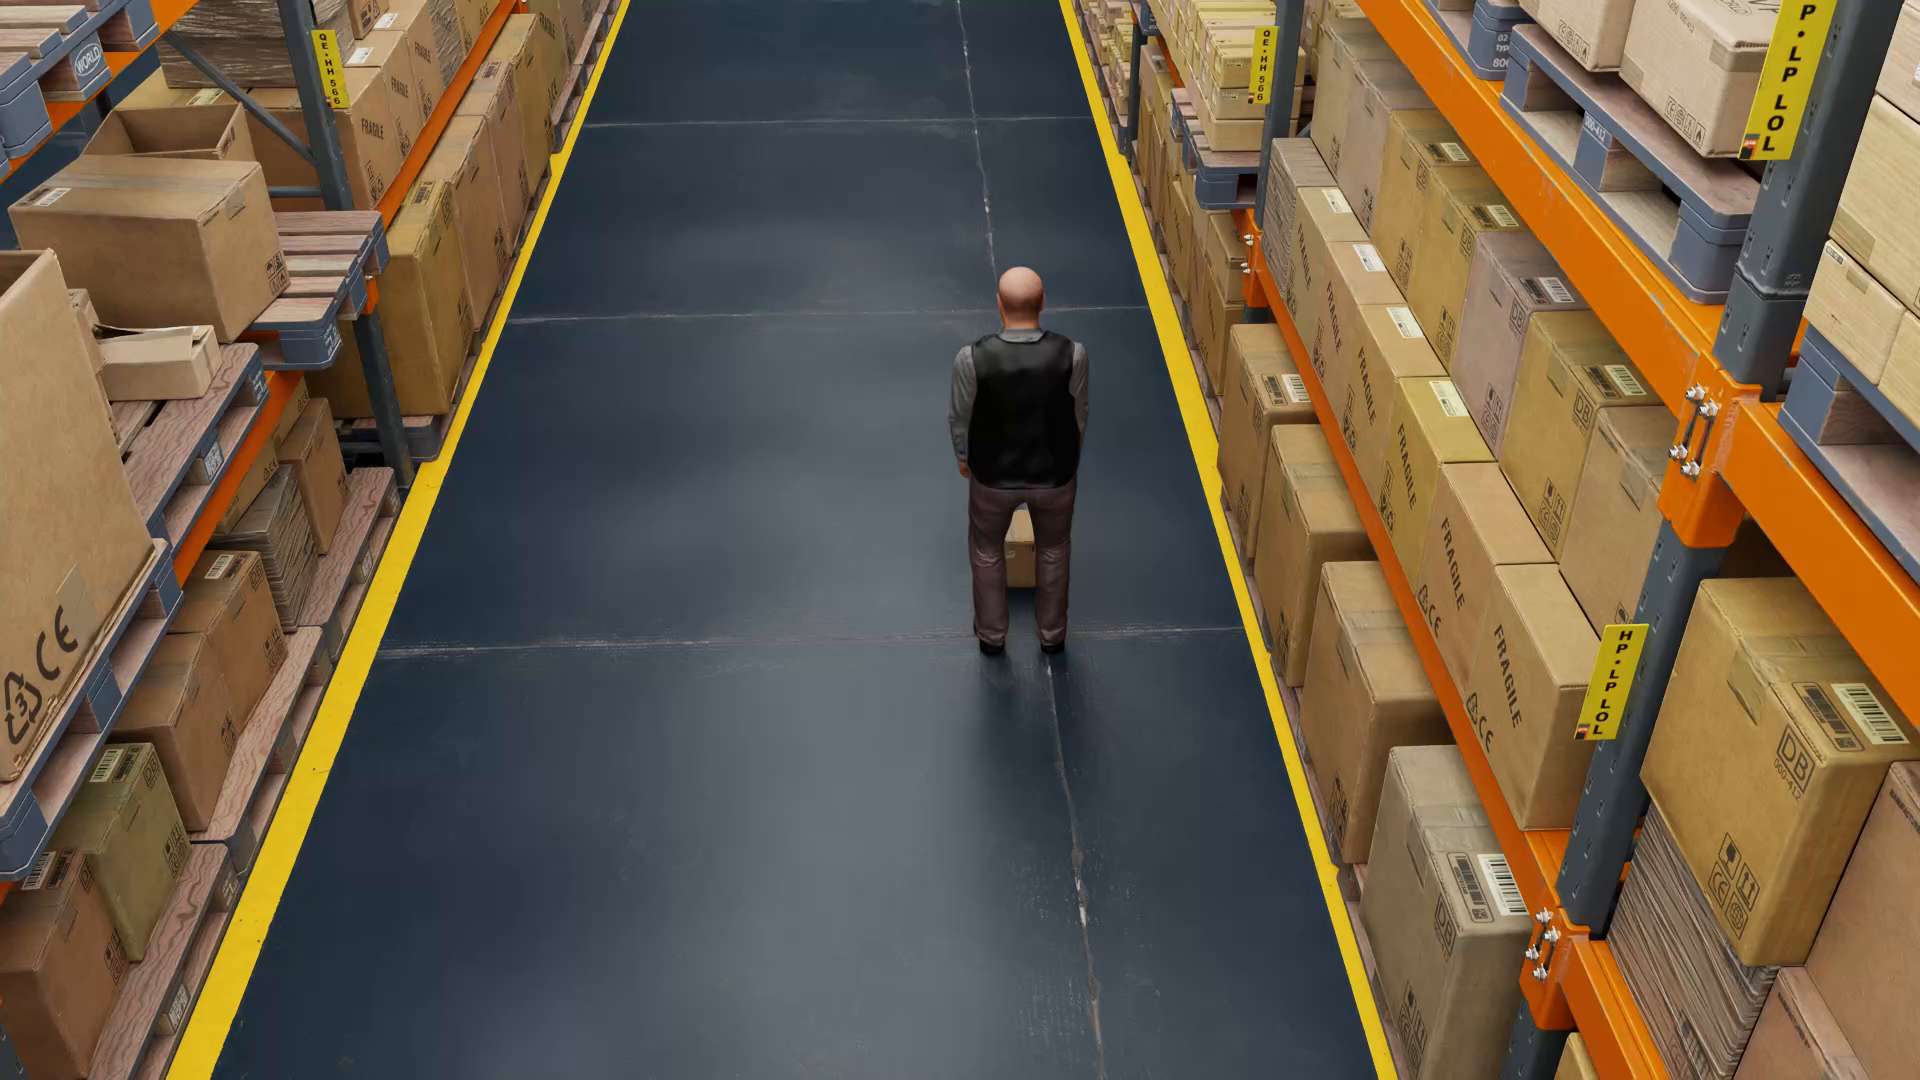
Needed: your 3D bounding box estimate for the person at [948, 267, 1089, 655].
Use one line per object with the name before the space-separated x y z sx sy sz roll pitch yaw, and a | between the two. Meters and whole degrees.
person | 0.225 -0.271 6.582 0.546 1.697 0.385 -1 35 -1
